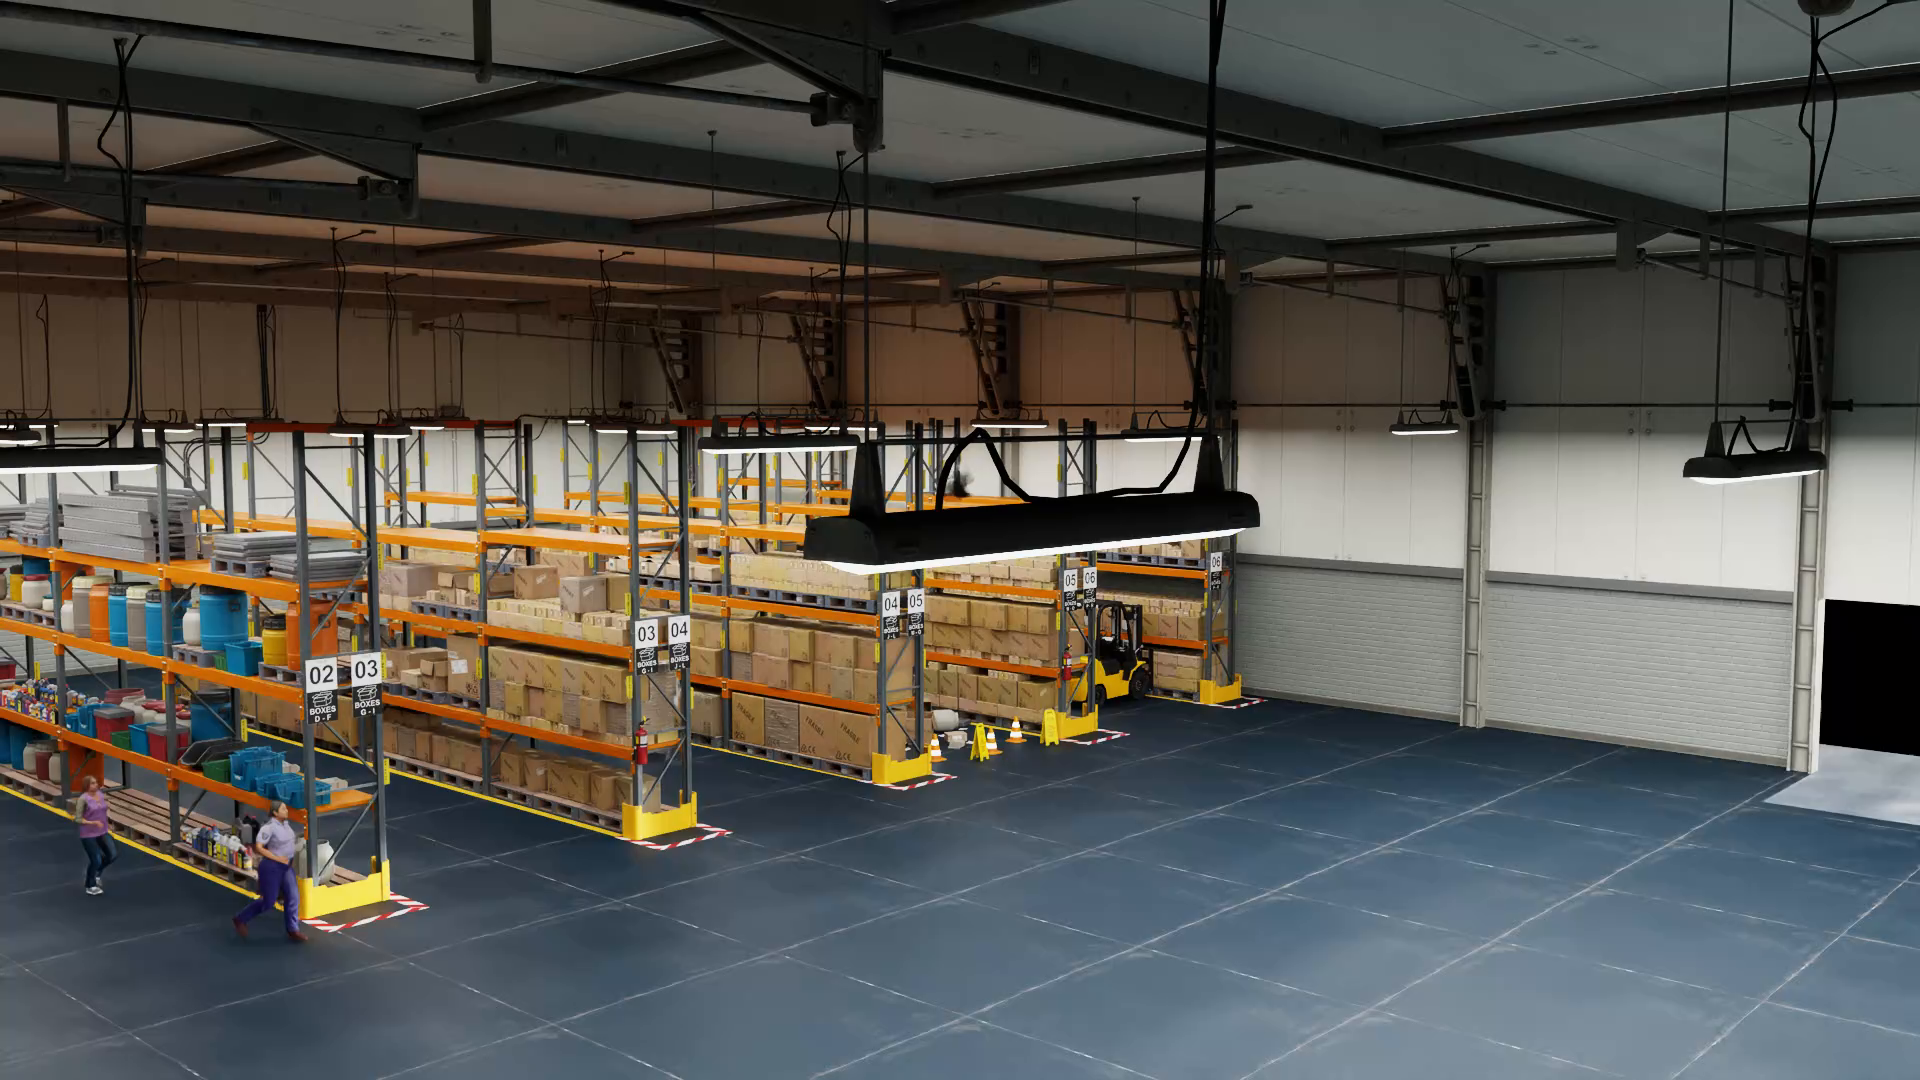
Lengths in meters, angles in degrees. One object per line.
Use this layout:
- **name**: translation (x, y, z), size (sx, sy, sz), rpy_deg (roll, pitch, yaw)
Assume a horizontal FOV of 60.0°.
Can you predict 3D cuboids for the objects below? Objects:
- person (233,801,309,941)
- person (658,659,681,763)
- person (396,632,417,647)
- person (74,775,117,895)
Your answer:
- **person**: translation (-8.099, 3.949, 19.759), size (0.905, 1.530, 0.684), rpy_deg (1, 5, 11)
- **person**: translation (-5.240, 3.028, 29.694), size (0.645, 1.828, 0.795), rpy_deg (-5, 7, -44)
- **person**: translation (-13.321, 2.243, 40.192), size (0.631, 1.735, 0.668), rpy_deg (0, 5, -3)
- **person**: translation (-11.092, 3.796, 21.398), size (0.532, 1.556, 0.525), rpy_deg (2, 5, 25)
